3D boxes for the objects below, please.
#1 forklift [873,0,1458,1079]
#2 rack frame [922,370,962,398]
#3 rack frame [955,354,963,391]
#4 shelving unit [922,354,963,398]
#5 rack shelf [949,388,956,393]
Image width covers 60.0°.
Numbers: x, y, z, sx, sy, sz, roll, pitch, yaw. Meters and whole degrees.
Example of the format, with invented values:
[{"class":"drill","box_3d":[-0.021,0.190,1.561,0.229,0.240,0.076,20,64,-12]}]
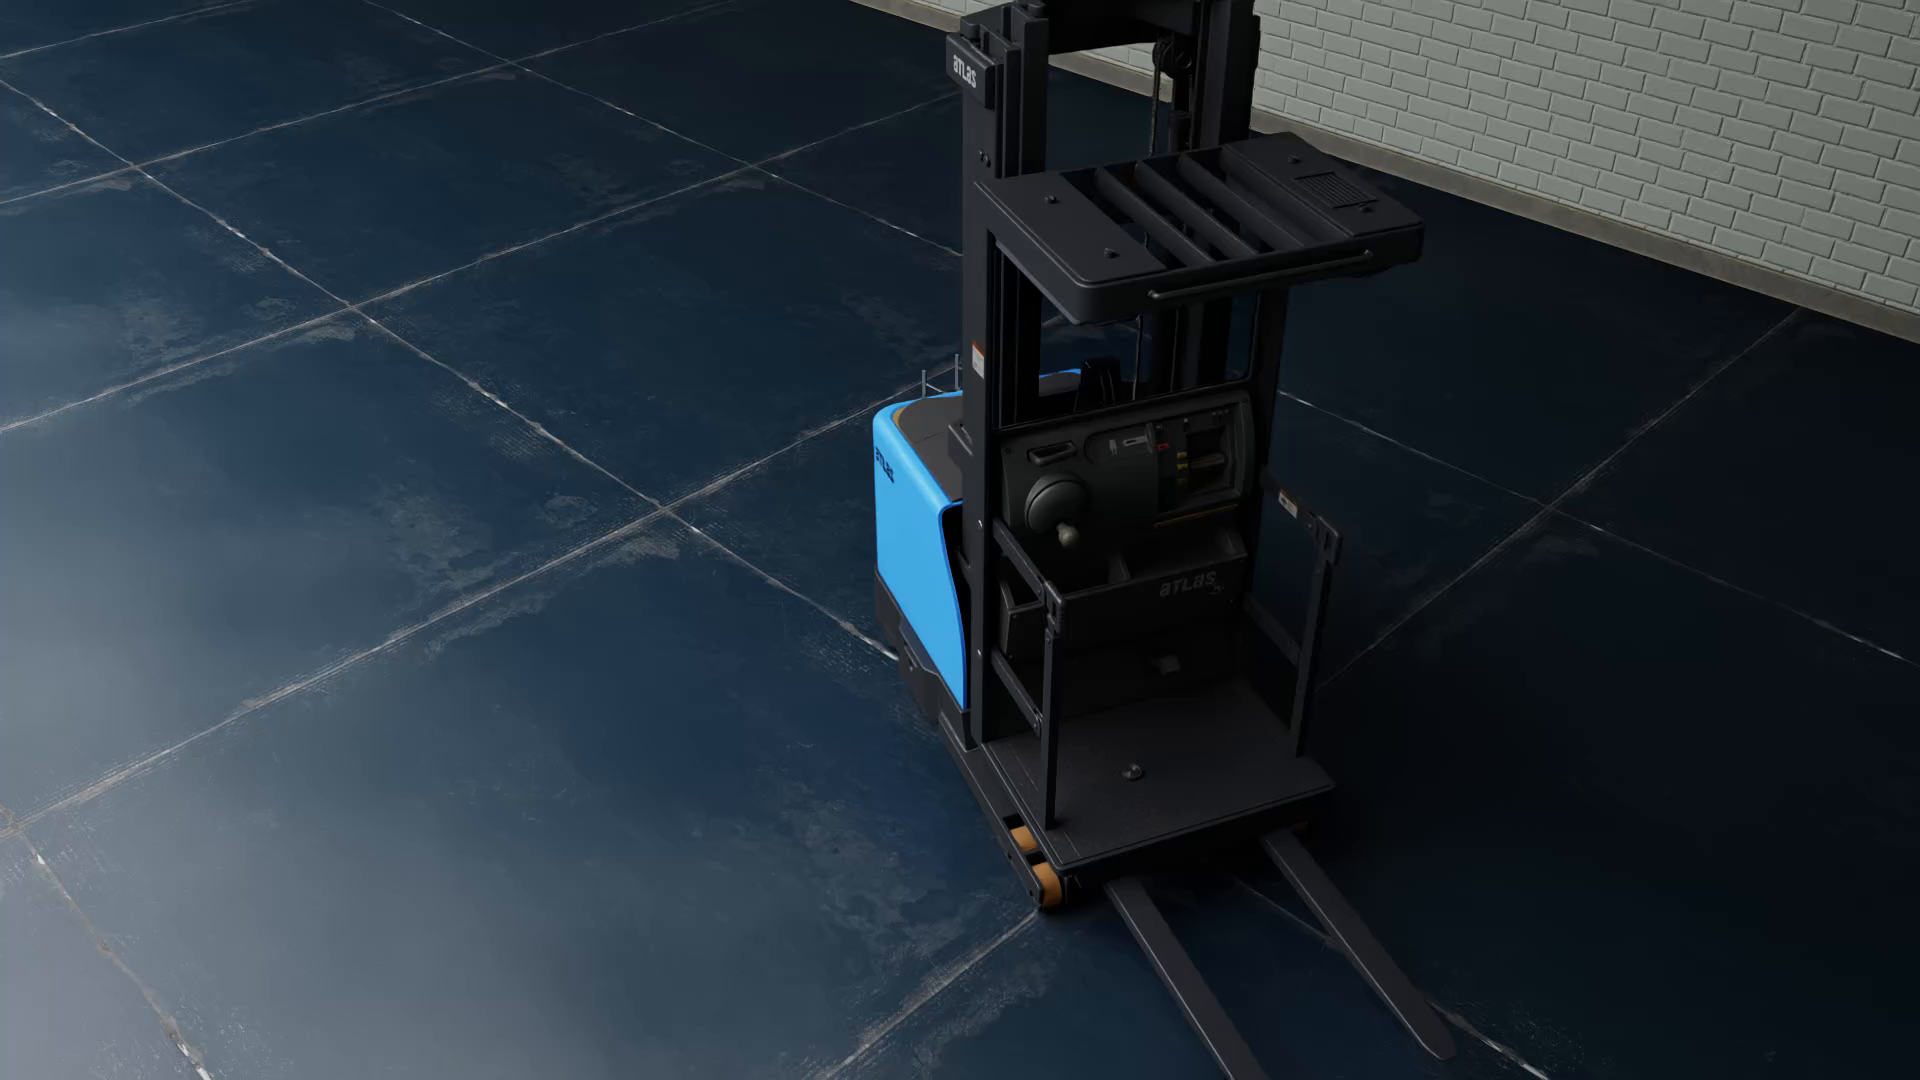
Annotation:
[{"class":"forklift","box_3d":[0.655,-0.173,5.436,1.130,2.935,3.031,-13,37,-18]},{"class":"rack frame","box_3d":[-0.077,-0.325,7.429,0.240,0.900,0.006,30,45,35]},{"class":"rack frame","box_3d":[0.066,-0.407,7.547,0.240,0.900,0.006,30,45,35]},{"class":"shelving unit","box_3d":[-0.006,-0.366,7.488,0.258,0.900,0.210,30,45,35]},{"class":"rack shelf","box_3d":[-0.006,-0.560,7.352,0.258,0.077,0.200,30,45,35]}]
